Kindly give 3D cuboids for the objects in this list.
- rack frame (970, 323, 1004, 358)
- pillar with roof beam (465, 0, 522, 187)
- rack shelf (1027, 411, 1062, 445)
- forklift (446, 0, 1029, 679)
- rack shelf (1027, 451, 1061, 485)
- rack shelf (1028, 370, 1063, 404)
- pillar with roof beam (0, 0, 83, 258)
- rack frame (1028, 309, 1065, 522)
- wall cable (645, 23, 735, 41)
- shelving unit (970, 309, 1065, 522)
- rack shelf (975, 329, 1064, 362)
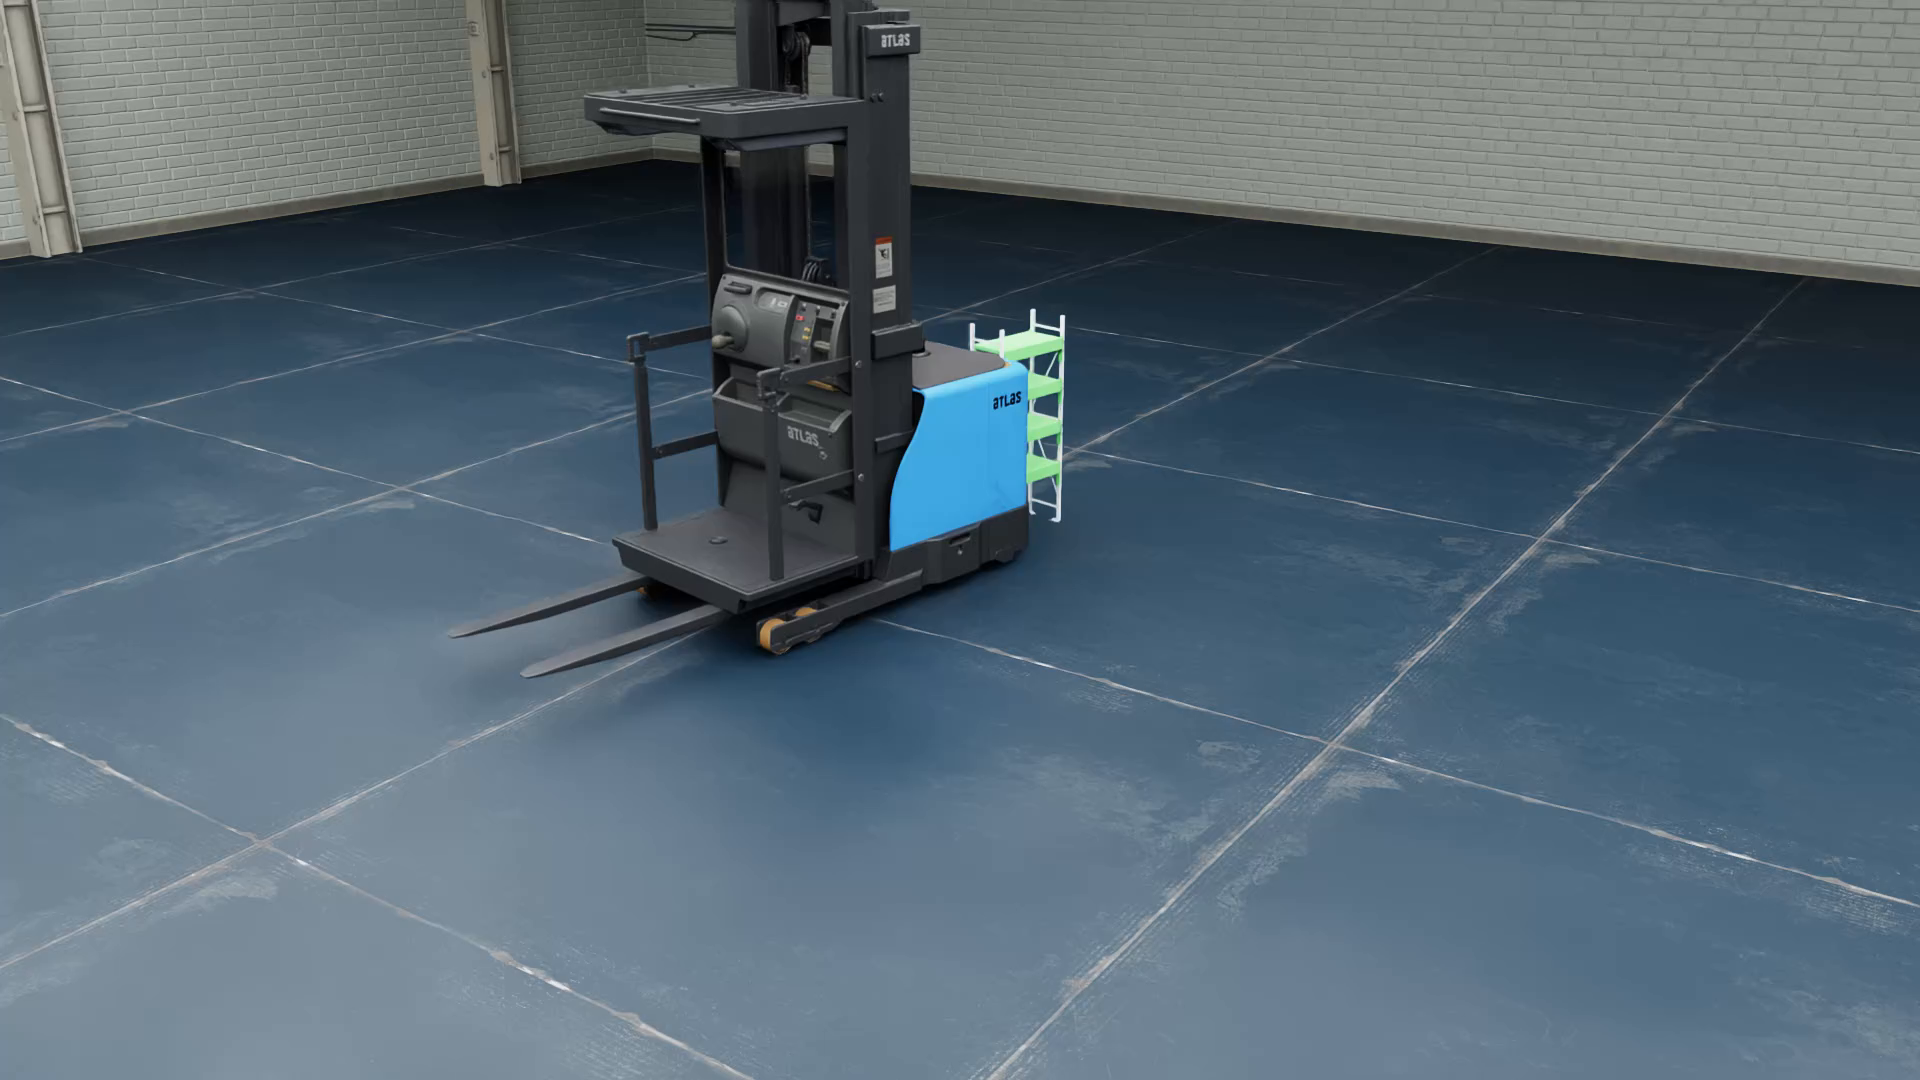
[{"bbox_3d":[0.145,-0.577,9.095,0.240,1.200,0.015,19,27,41],"label":"rack frame"},{"bbox_3d":[-2.493,-8.096,18.181,9.100,9.000,0.400,13,24,32],"label":"pillar with roof beam"},{"bbox_3d":[0.316,-0.578,9.281,0.258,0.148,0.480,19,27,41],"label":"rack shelf"},{"bbox_3d":[-1.019,-1.038,7.847,1.130,2.935,3.031,19,27,41],"label":"forklift"},{"bbox_3d":[0.316,-0.353,9.364,0.258,0.148,0.480,19,27,41],"label":"rack shelf"},{"bbox_3d":[0.316,-0.803,9.198,0.258,0.148,0.480,19,27,41],"label":"rack shelf"},{"bbox_3d":[-5.866,-6.374,13.527,9.100,9.000,0.400,13,24,32],"label":"pillar with roof beam"},{"bbox_3d":[0.486,-0.698,9.423,0.240,1.200,0.015,19,27,41],"label":"rack frame"},{"bbox_3d":[-3.303,-8.067,22.577,3.097,2.526,0.112,13,24,32],"label":"wall cable"},{"bbox_3d":[0.316,-0.638,9.259,0.258,1.200,0.503,19,27,41],"label":"shelving unit"},{"bbox_3d":[0.316,-1.028,9.115,0.258,0.148,0.480,19,27,41],"label":"rack shelf"}]
